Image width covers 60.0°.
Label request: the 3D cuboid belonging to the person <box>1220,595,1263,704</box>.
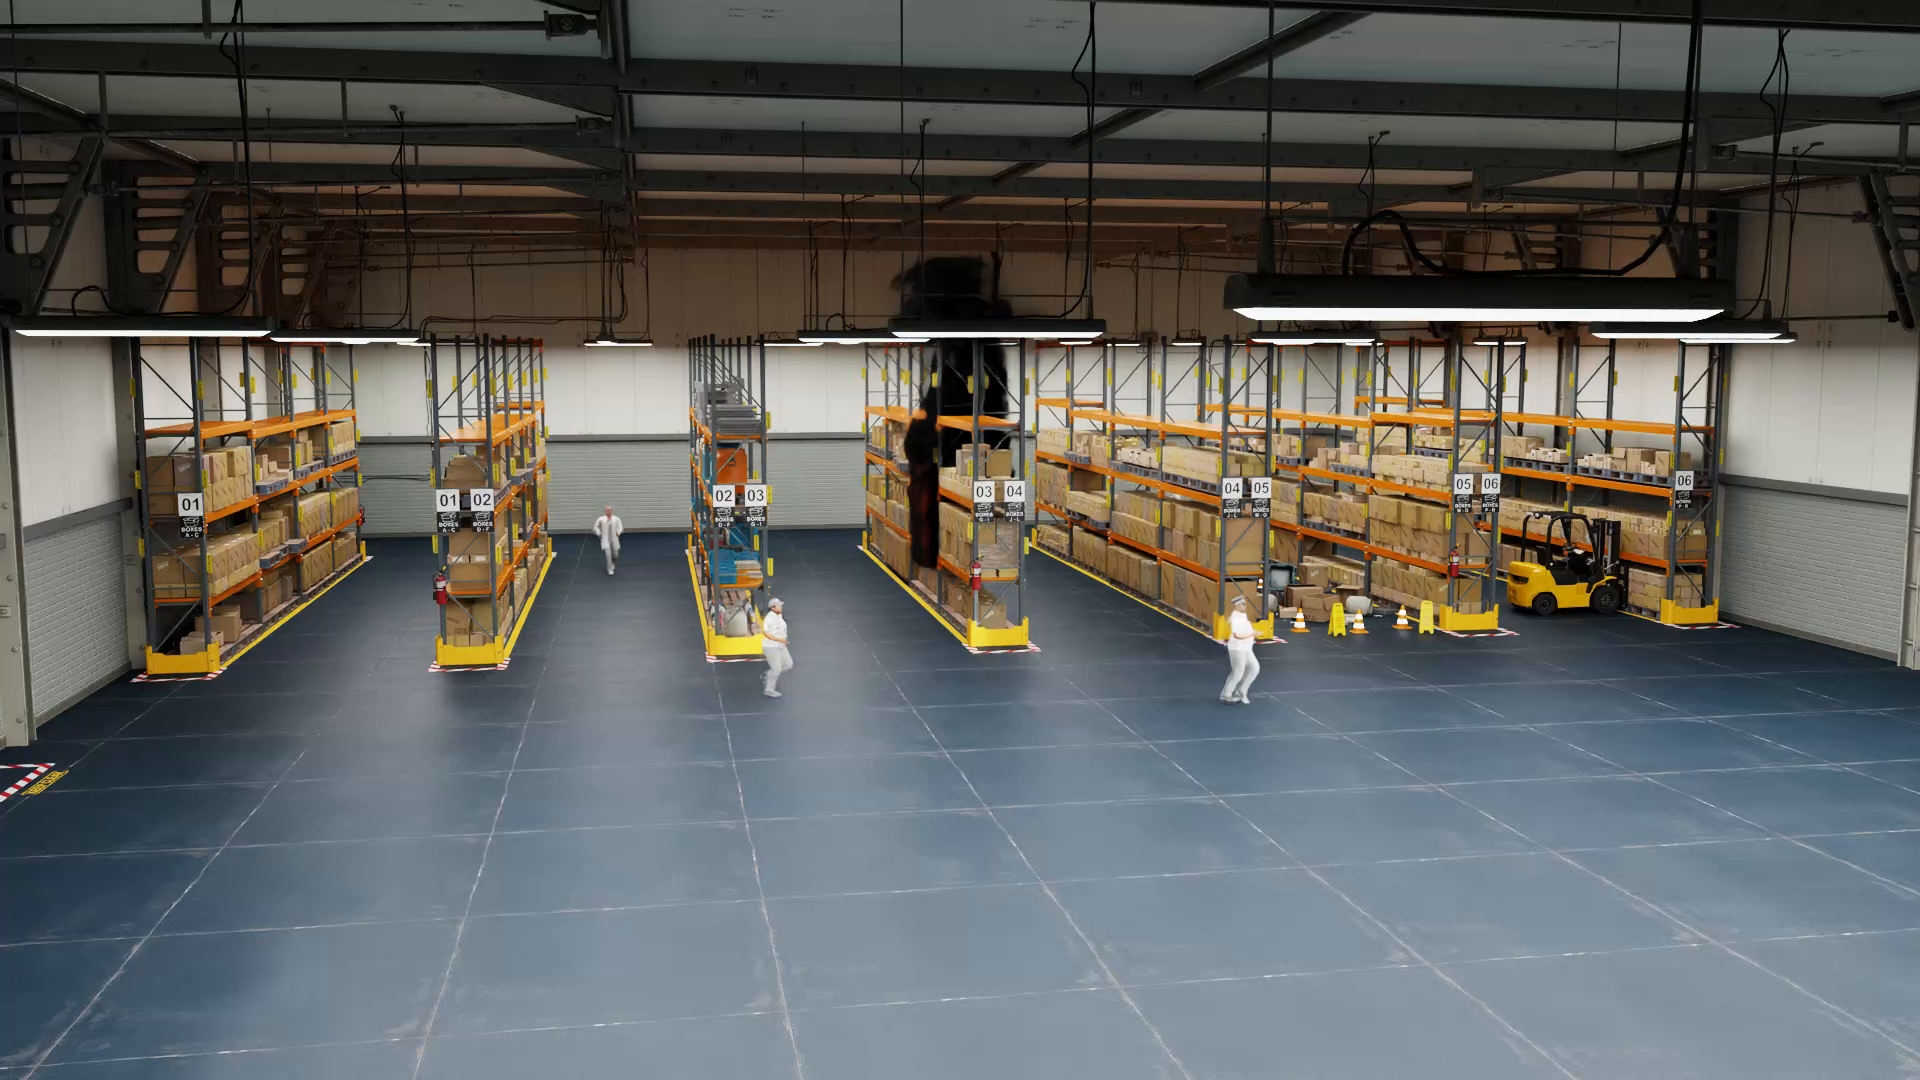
[{"bbox_3d":[4.560,1.789,26.837,0.696,1.826,0.641,3,7,22],"label":"person"}]

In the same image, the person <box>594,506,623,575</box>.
[{"bbox_3d":[-8.948,0.008,42.377,0.715,1.733,0.812,-3,7,-21],"label":"person"}]

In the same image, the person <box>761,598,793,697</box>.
[{"bbox_3d":[-3.037,1.779,27.492,0.536,1.621,0.604,2,7,18],"label":"person"}]

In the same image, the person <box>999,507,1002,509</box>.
[{"bbox_3d":[0.952,-0.655,48.841,0.650,1.576,0.647,3,7,21],"label":"person"}]

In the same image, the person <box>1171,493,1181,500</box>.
[{"bbox_3d":[6.561,-0.904,50.814,0.613,1.622,0.660,-1,7,-8],"label":"person"}]
